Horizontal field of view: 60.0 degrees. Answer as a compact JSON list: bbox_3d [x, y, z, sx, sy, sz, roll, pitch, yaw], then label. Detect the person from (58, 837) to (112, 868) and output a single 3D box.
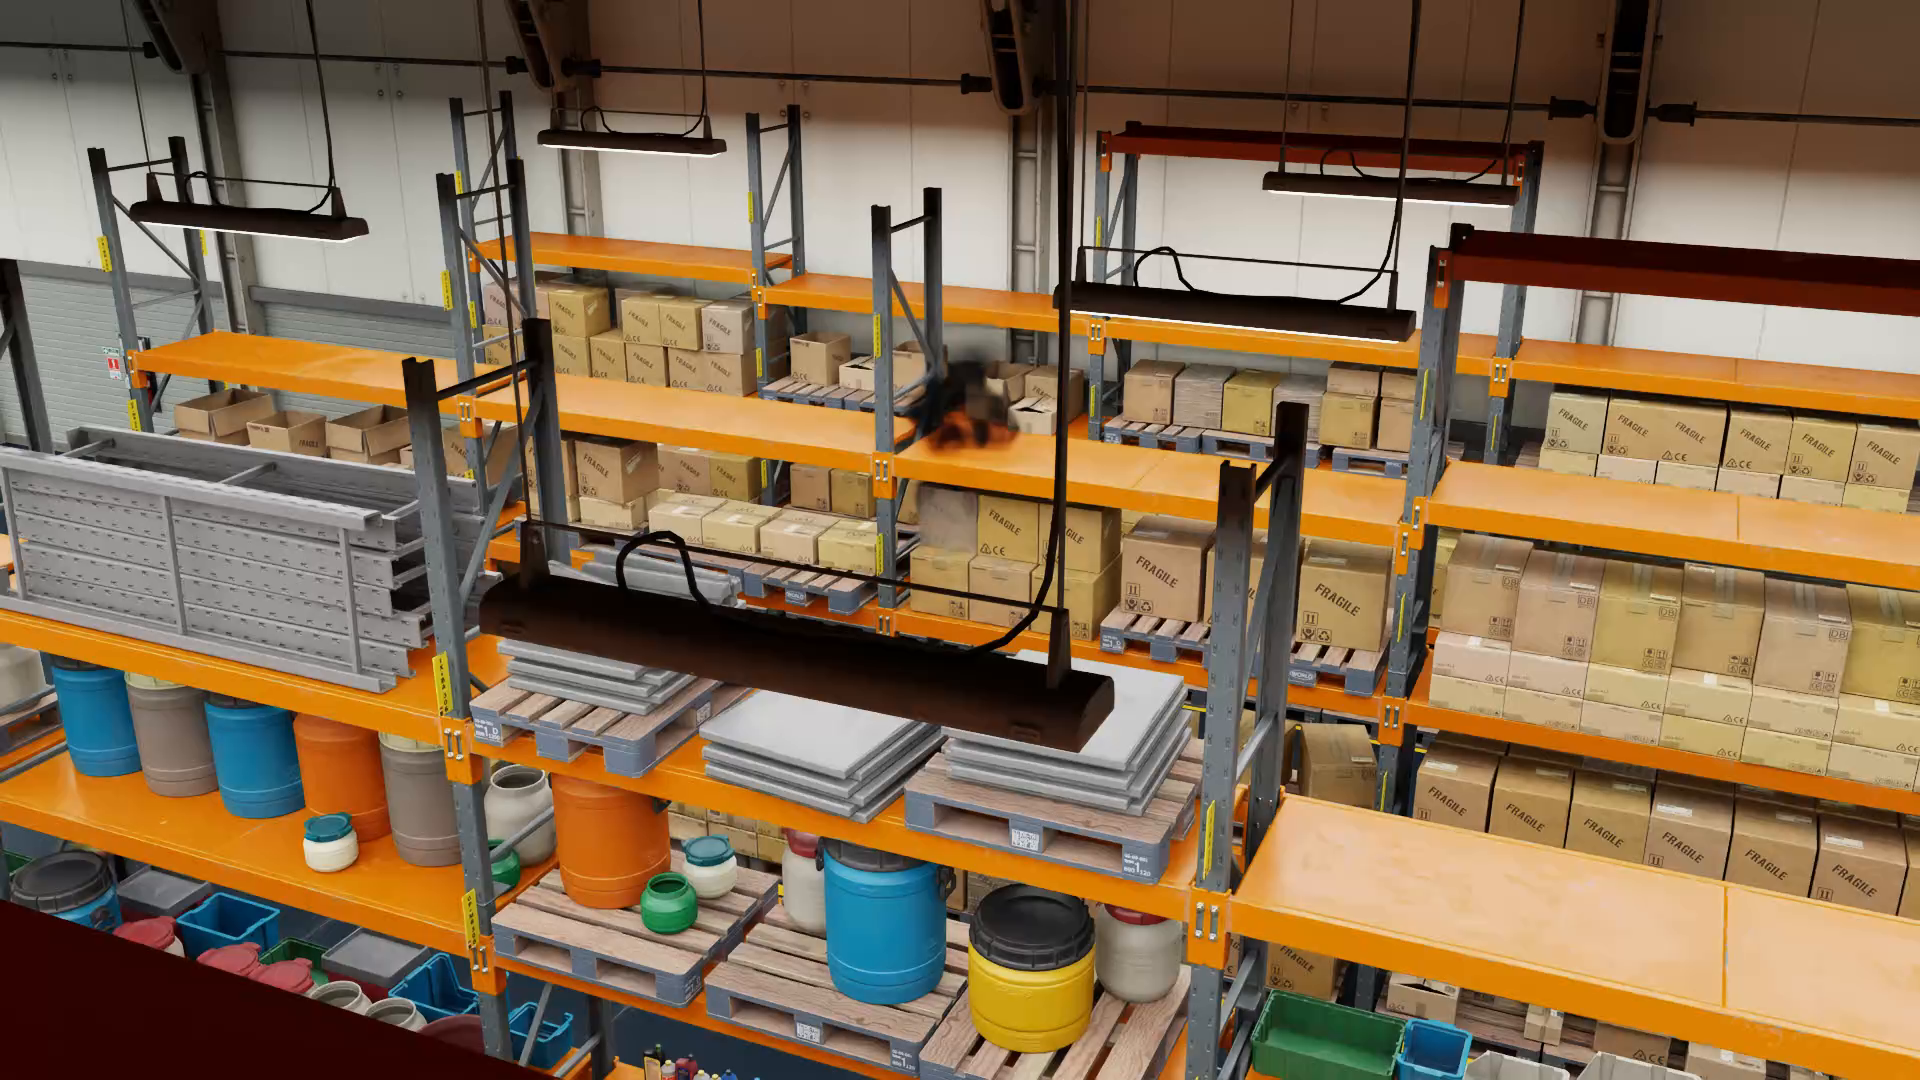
[{"bbox_3d":[-7.005,2.549,13.530,0.730,1.725,0.545,7,22,18],"label":"person"}]
